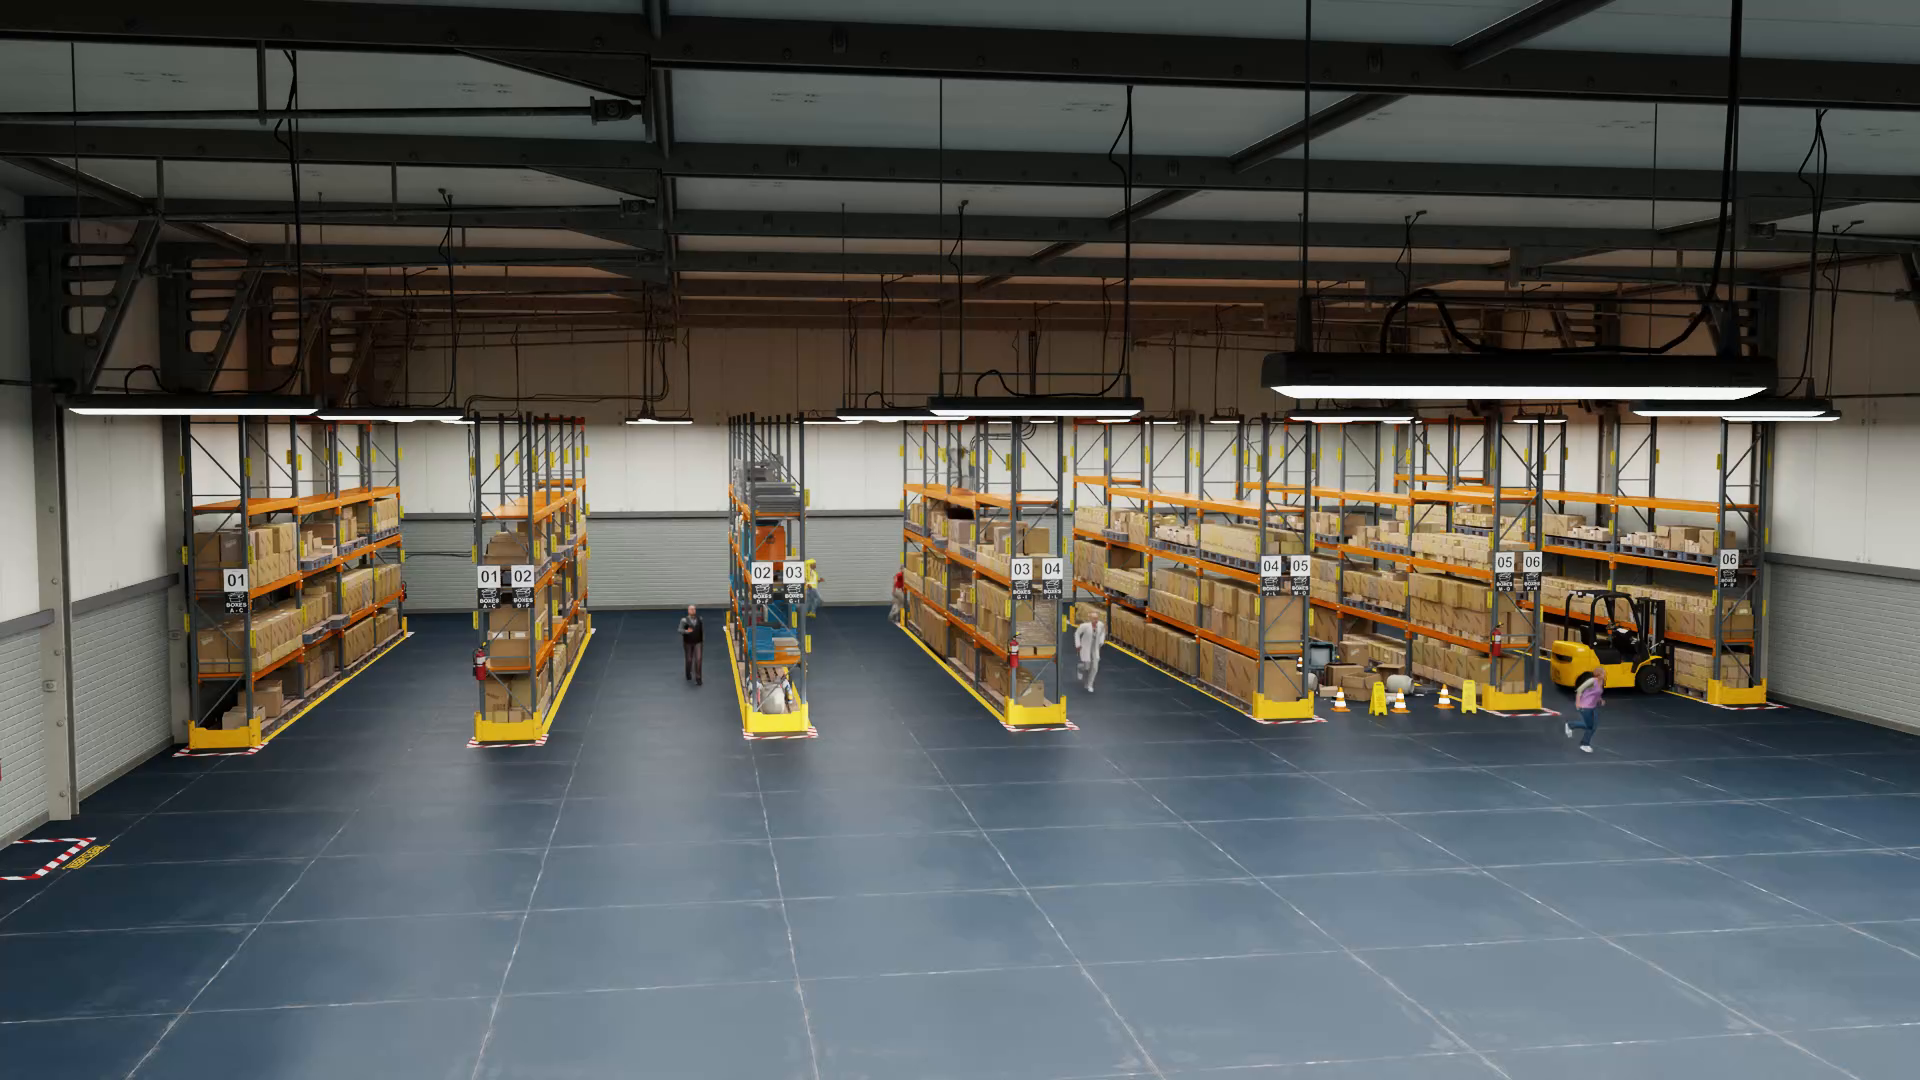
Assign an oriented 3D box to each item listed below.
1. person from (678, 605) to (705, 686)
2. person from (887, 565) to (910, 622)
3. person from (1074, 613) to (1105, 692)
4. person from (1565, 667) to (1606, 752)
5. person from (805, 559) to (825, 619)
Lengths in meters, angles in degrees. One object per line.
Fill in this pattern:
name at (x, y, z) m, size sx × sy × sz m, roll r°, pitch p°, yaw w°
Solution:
person at (-5.958, 2.323, 37.057) m, size 0.651 × 1.739 × 0.902 m, roll -1°, pitch 4°, yaw -19°
person at (-1.748, 1.568, 48.751) m, size 0.791 × 1.682 × 0.647 m, roll -1°, pitch 4°, yaw -13°
person at (2.797, 2.423, 36.318) m, size 0.706 × 1.724 × 0.868 m, roll -2°, pitch 4°, yaw -25°
person at (11.084, 3.074, 29.463) m, size 0.532 × 1.345 × 0.716 m, roll -4°, pitch 5°, yaw -44°
person at (-4.408, 1.472, 49.777) m, size 0.737 × 1.799 × 0.671 m, roll 0°, pitch 4°, yaw 2°
